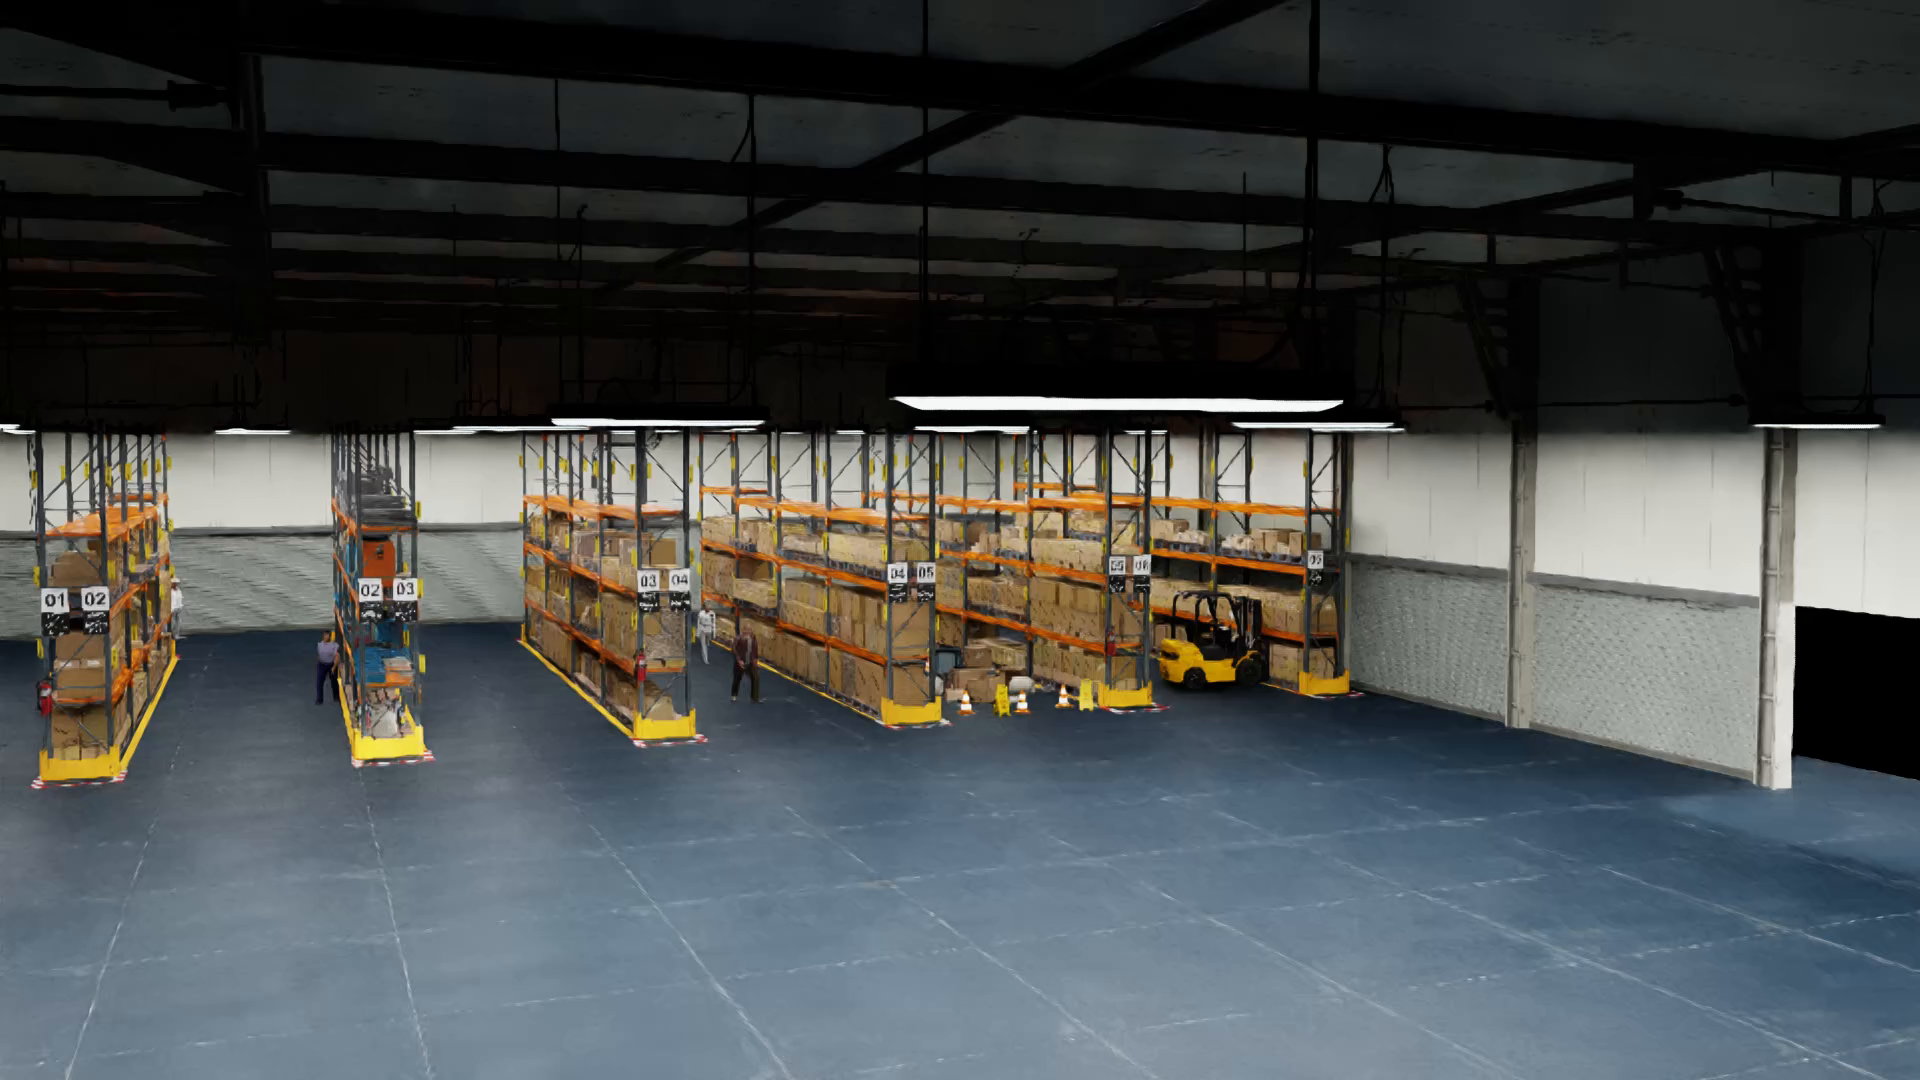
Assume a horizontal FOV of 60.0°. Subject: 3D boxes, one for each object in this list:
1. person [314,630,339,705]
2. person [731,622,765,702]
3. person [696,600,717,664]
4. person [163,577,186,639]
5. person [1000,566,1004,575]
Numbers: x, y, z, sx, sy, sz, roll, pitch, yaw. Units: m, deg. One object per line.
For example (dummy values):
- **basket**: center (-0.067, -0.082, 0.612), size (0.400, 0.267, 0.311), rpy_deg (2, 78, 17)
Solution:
- **person**: center (-13.481, 2.709, 35.480), size (0.478, 1.566, 1.004), rpy_deg (-1, 4, -13)
- **person**: center (-4.632, 2.618, 35.742), size (0.722, 1.736, 0.826), rpy_deg (-3, 4, -35)
- **person**: center (-6.356, 2.296, 41.812), size (0.488, 1.590, 1.089), rpy_deg (-2, 4, -24)
- **person**: center (-22.146, 1.931, 46.679), size (0.473, 1.766, 0.714), rpy_deg (1, 4, 18)
- **person**: center (1.234, 1.689, 50.116), size (0.404, 1.790, 0.658), rpy_deg (-1, 4, -23)
